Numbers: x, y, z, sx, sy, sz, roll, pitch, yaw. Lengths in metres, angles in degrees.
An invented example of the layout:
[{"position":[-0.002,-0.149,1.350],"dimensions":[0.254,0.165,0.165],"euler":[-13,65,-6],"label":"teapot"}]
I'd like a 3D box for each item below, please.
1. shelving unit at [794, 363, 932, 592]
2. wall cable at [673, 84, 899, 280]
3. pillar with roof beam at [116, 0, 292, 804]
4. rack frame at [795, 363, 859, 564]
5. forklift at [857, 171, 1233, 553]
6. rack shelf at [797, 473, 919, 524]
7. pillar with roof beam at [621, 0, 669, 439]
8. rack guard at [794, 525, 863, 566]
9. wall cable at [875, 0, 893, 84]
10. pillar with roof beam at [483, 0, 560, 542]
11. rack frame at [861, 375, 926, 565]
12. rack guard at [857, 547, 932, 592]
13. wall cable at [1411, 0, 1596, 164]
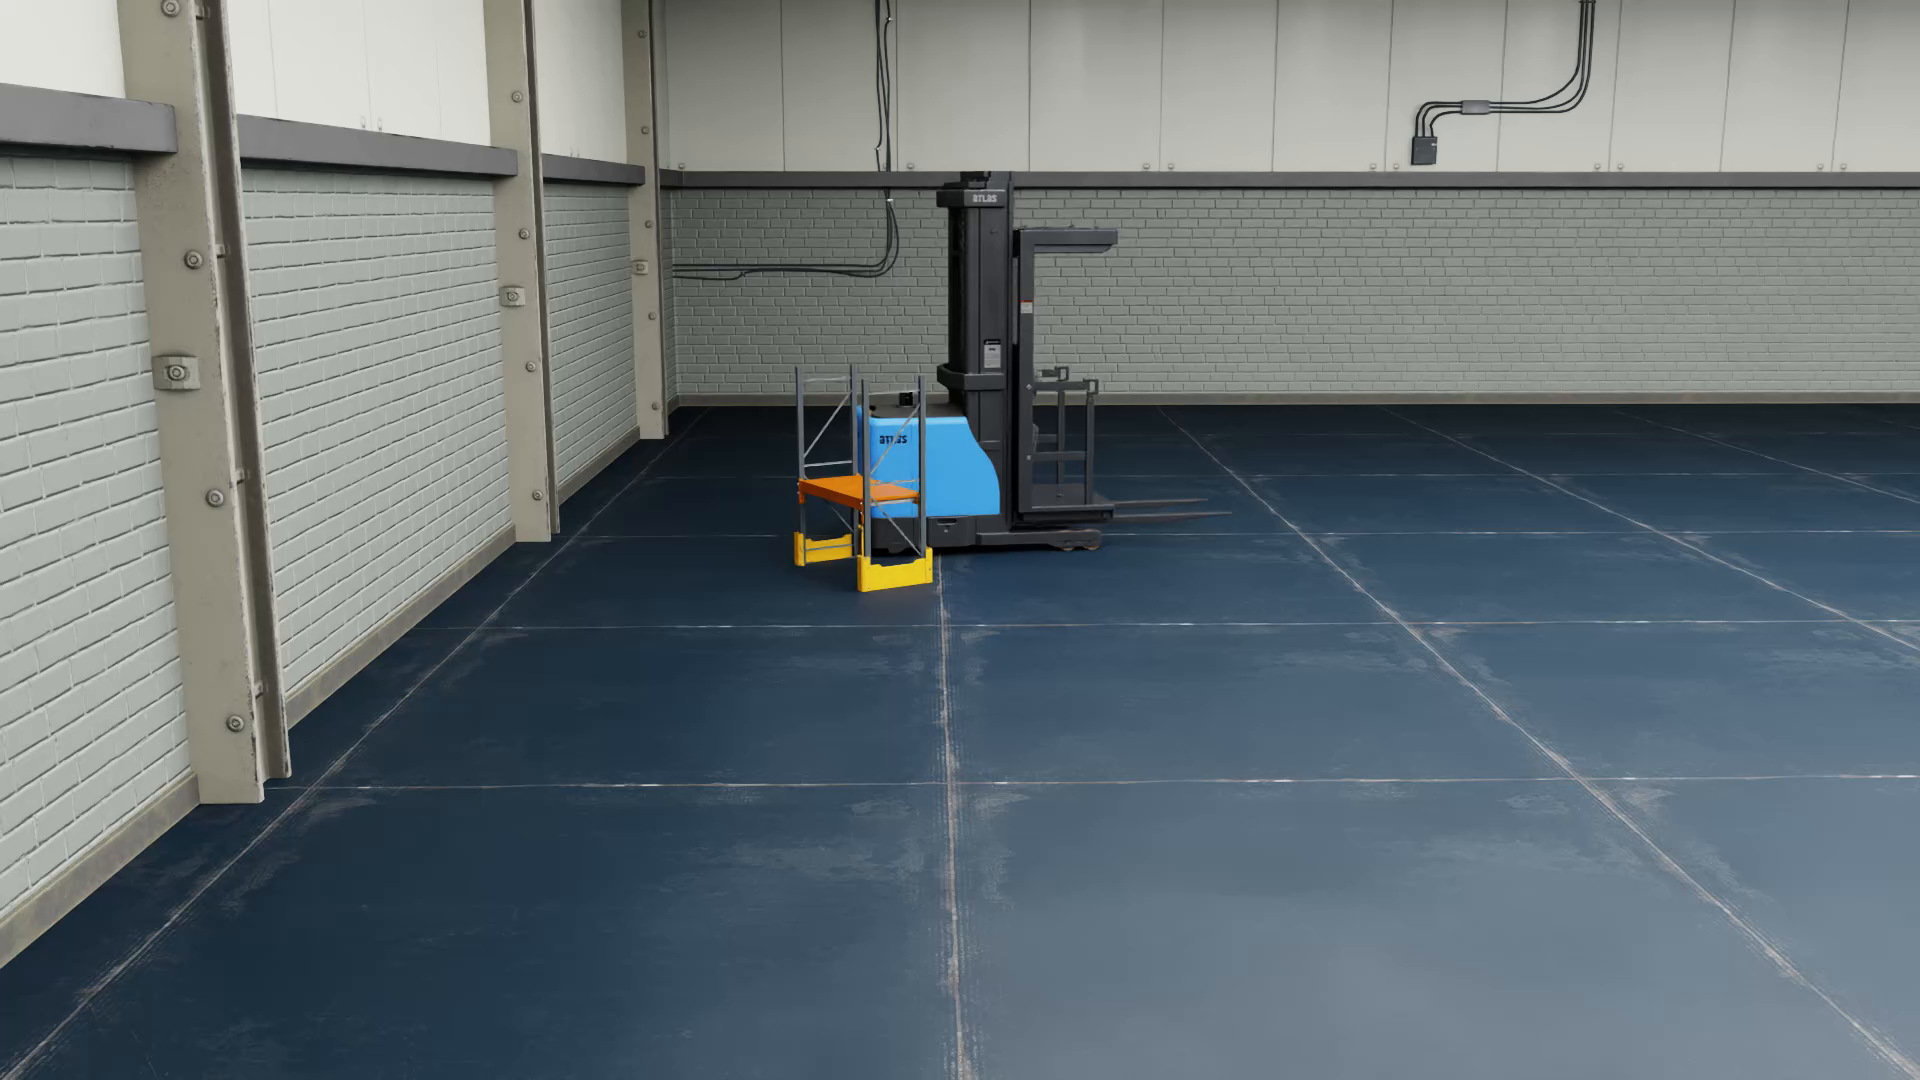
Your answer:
[{"position":[-0.729,-0.489,12.199],"dimensions":[0.587,1.500,1.083],"euler":[-7,13,-31],"label":"shelving unit"},{"position":[-2.353,-4.699,21.895],"dimensions":[3.097,2.526,0.112],"euler":[0,11,-1],"label":"wall cable"},{"position":[0.938,-3.262,7.003],"dimensions":[9.100,9.000,0.400],"euler":[0,11,-1],"label":"pillar with roof beam"},{"position":[-1.005,-0.576,12.628],"dimensions":[0.500,1.500,0.032],"euler":[-7,13,-31],"label":"rack frame"},{"position":[0.671,-1.450,13.333],"dimensions":[3.031,2.935,1.130],"euler":[-2,12,-9],"label":"forklift"},{"position":[-0.734,-0.315,12.242],"dimensions":[0.538,0.185,1.000],"euler":[-7,13,-31],"label":"rack shelf"},{"position":[0.690,-5.647,18.761],"dimensions":[9.100,9.000,0.400],"euler":[0,11,-1],"label":"pillar with roof beam"},{"position":[-0.994,0.039,12.736],"dimensions":[0.587,0.250,0.087],"euler":[-7,13,-31],"label":"rack guard"},{"position":[0.352,-7.185,21.448],"dimensions":[3.097,2.526,0.112],"euler":[0,11,-1],"label":"wall cable"},{"position":[0.814,-4.454,12.882],"dimensions":[9.100,9.000,0.400],"euler":[0,11,-1],"label":"pillar with roof beam"},{"position":[-0.464,-0.405,11.784],"dimensions":[0.500,1.500,0.032],"euler":[-7,13,-31],"label":"rack frame"},{"position":[-0.464,0.207,11.910],"dimensions":[0.587,0.250,0.087],"euler":[-7,13,-31],"label":"rack guard"},{"position":[7.139,-7.923,21.425],"dimensions":[2.305,6.003,0.169],"euler":[0,11,-1],"label":"wall cable"}]
